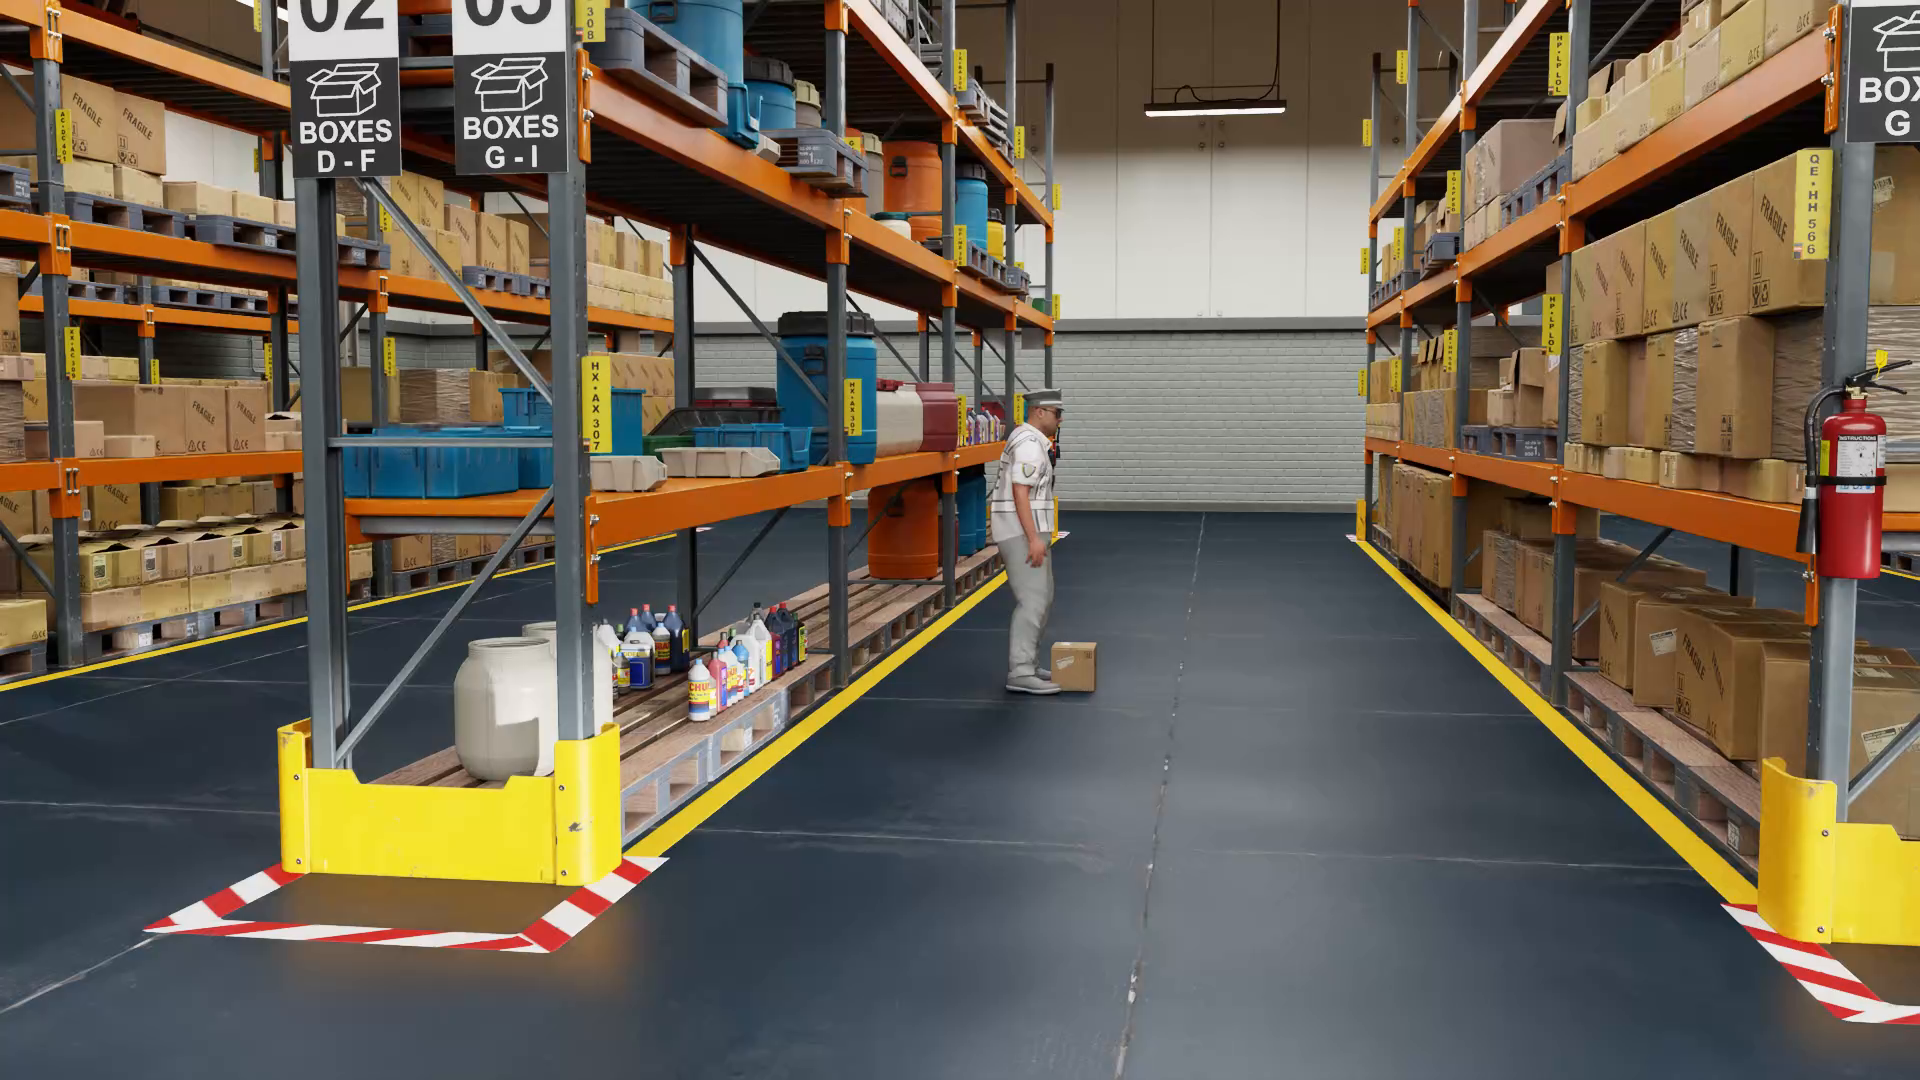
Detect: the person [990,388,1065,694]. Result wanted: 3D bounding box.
[{"bbox_3d":[0.398,-0.009,9.714,0.436,1.747,0.586,1,4,9],"label":"person"}]
